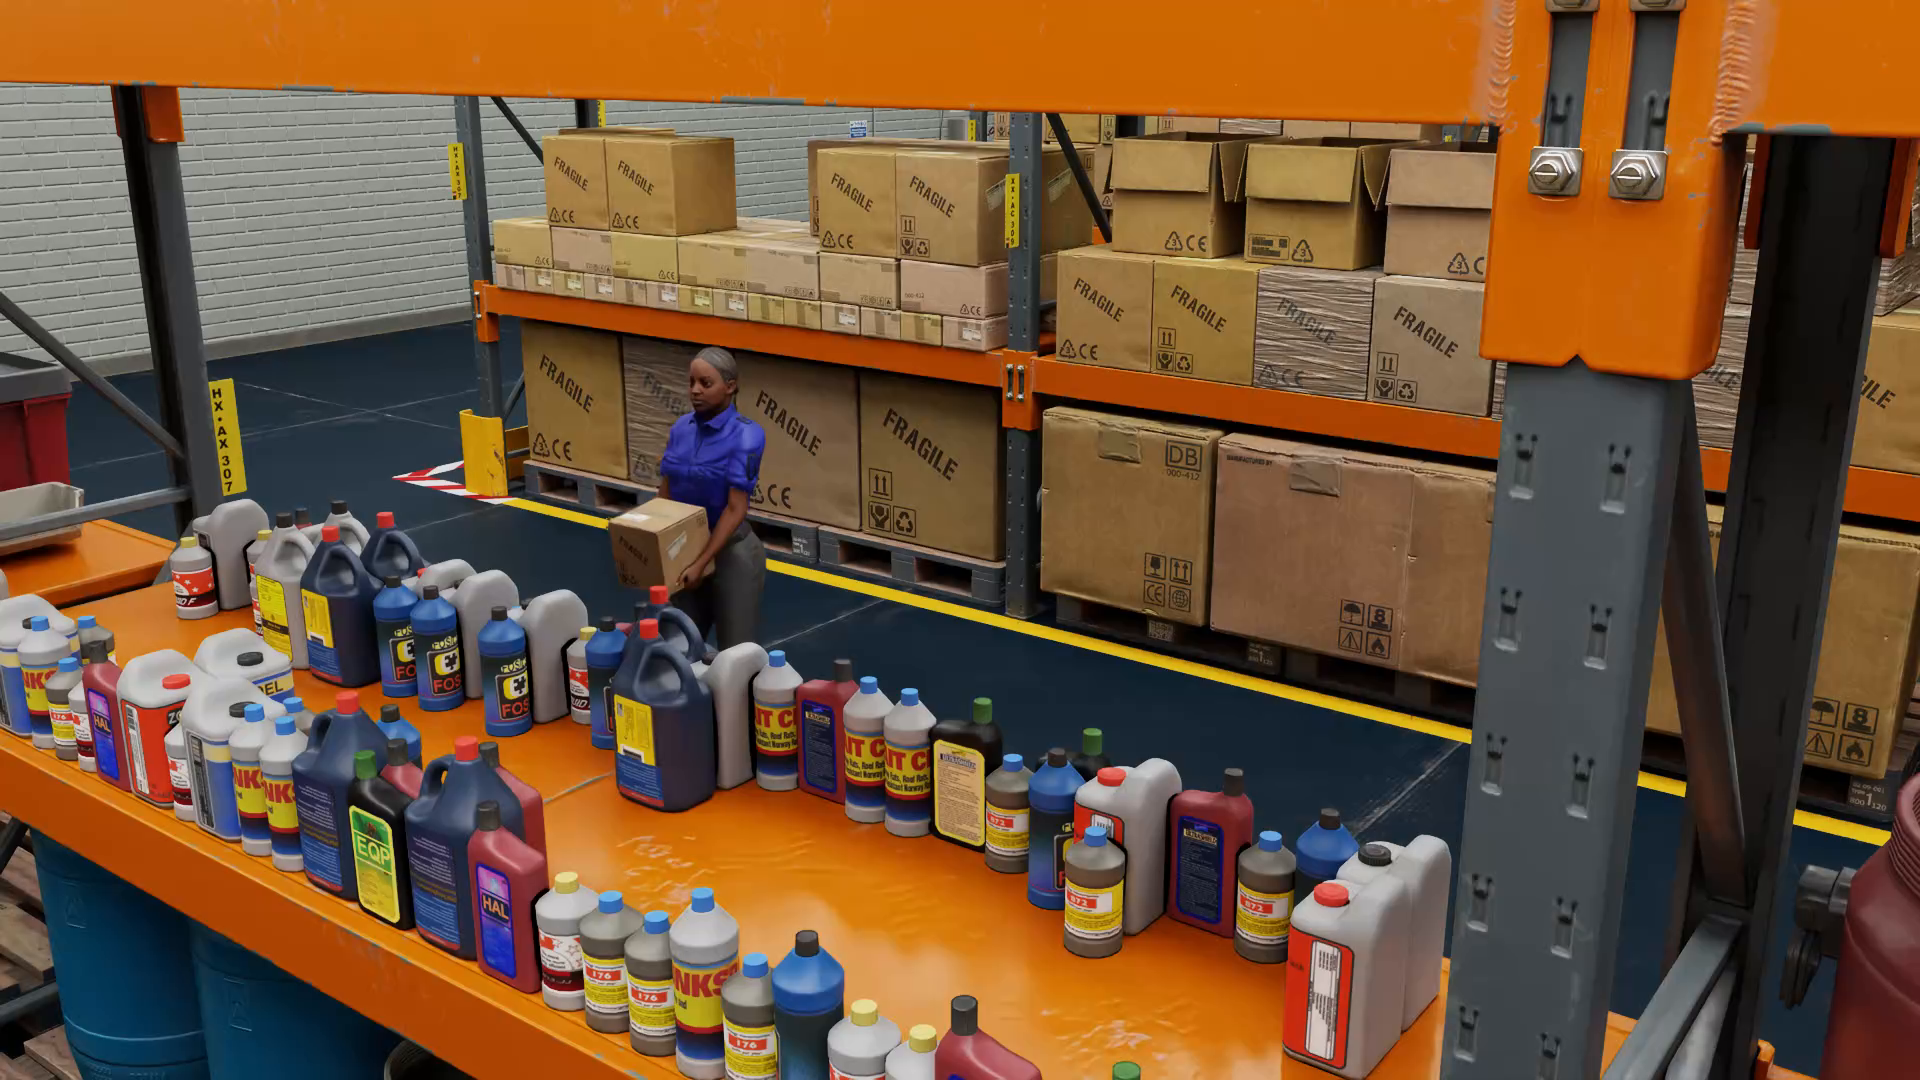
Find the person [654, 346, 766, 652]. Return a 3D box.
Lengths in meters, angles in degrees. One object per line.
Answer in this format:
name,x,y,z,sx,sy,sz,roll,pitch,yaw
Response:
person,-0.962,0.121,6.162,0.434,1.657,0.502,12,20,34
